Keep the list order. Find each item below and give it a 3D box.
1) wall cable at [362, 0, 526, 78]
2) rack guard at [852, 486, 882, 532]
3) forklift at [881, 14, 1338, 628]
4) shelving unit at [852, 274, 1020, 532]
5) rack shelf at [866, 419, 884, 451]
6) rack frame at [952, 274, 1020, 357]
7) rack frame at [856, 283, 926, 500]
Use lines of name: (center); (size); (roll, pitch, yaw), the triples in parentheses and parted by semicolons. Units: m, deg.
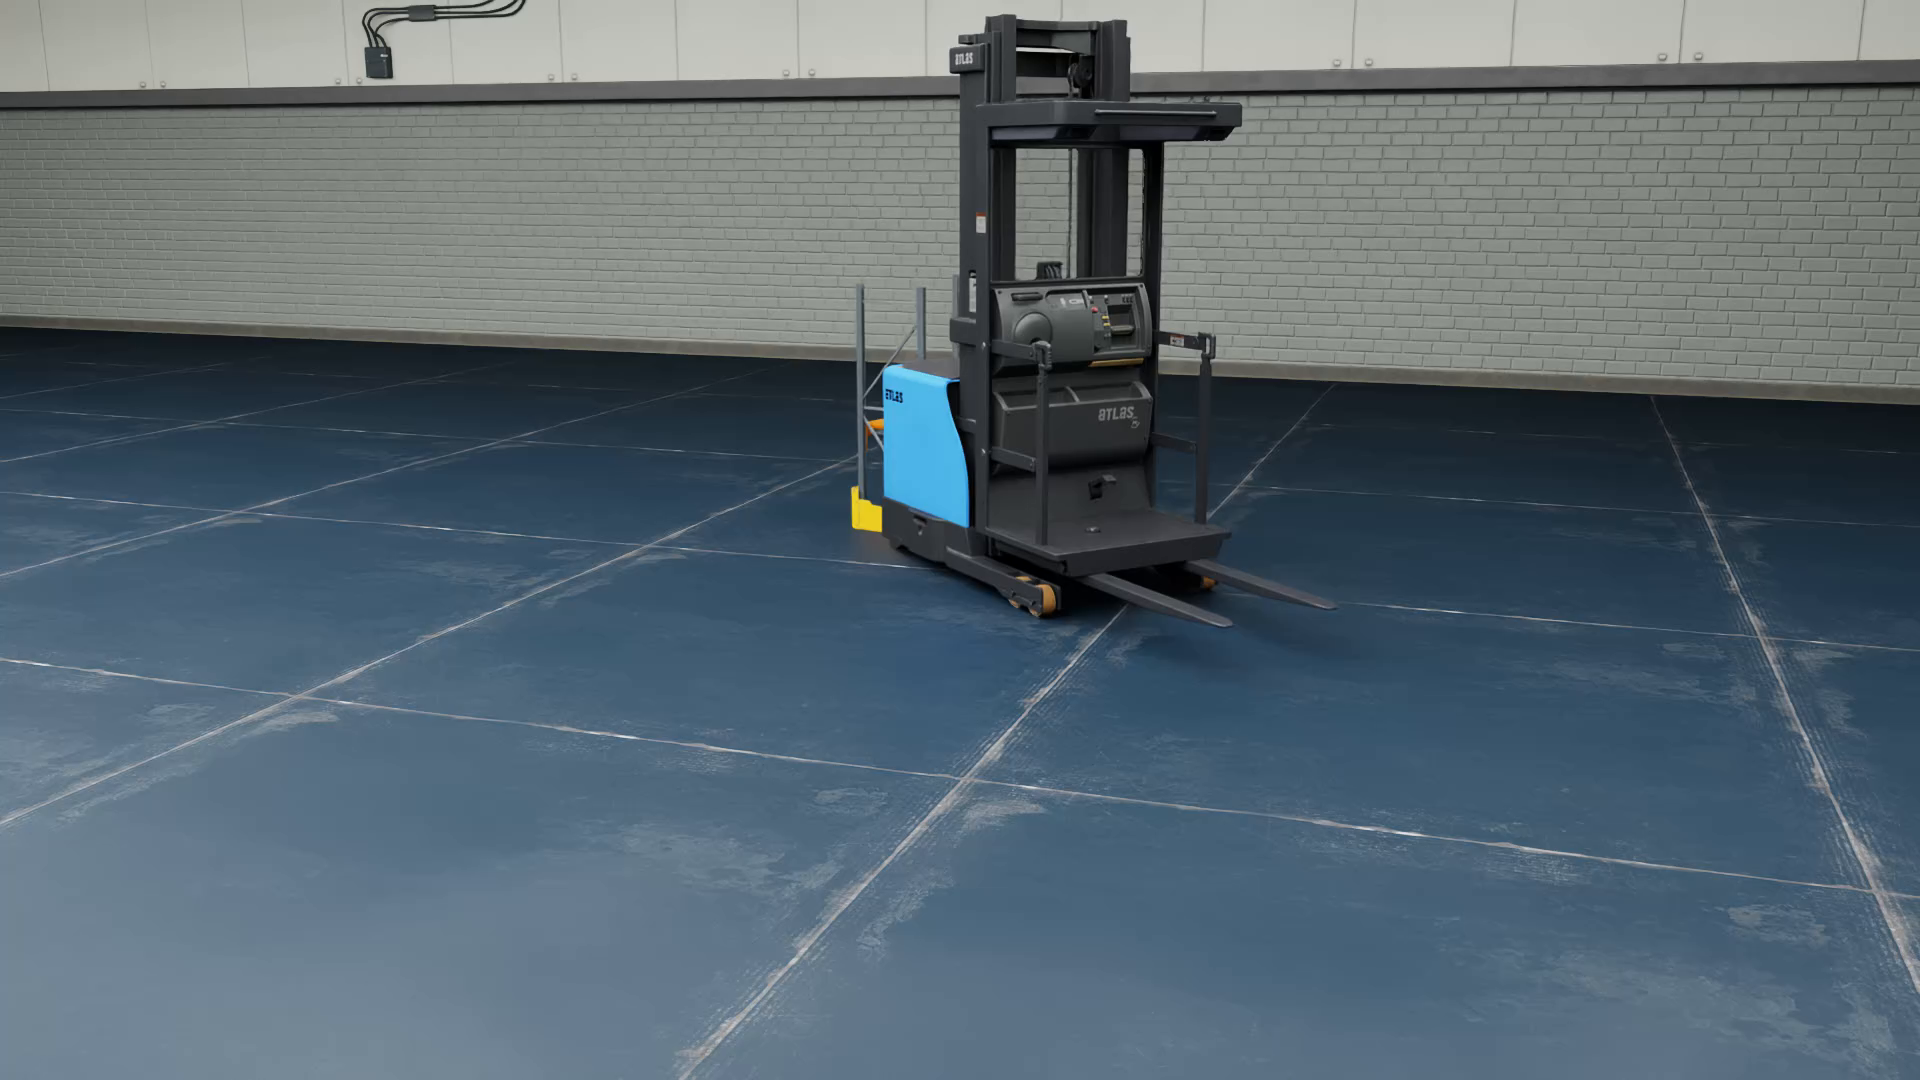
wall cable: (-6.060, -8.432, 19.066); (2.305, 6.003, 0.169); (4, 14, 18)
rack guard: (-0.413, -0.172, 10.178); (0.587, 0.250, 0.087); (9, 16, 34)
forklift: (0.704, -1.160, 8.485); (1.130, 2.935, 3.031); (-7, 15, -29)
shelving unit: (-0.130, -0.872, 10.438); (0.587, 1.500, 1.083); (9, 16, 34)
rack shelf: (-0.125, -0.698, 10.485); (0.538, 0.185, 1.000); (9, 16, 34)
rack frame: (0.164, -0.967, 10.853); (0.500, 1.500, 0.032); (9, 16, 34)
rack frame: (-0.414, -0.781, 10.038); (0.500, 1.500, 0.032); (9, 16, 34)
